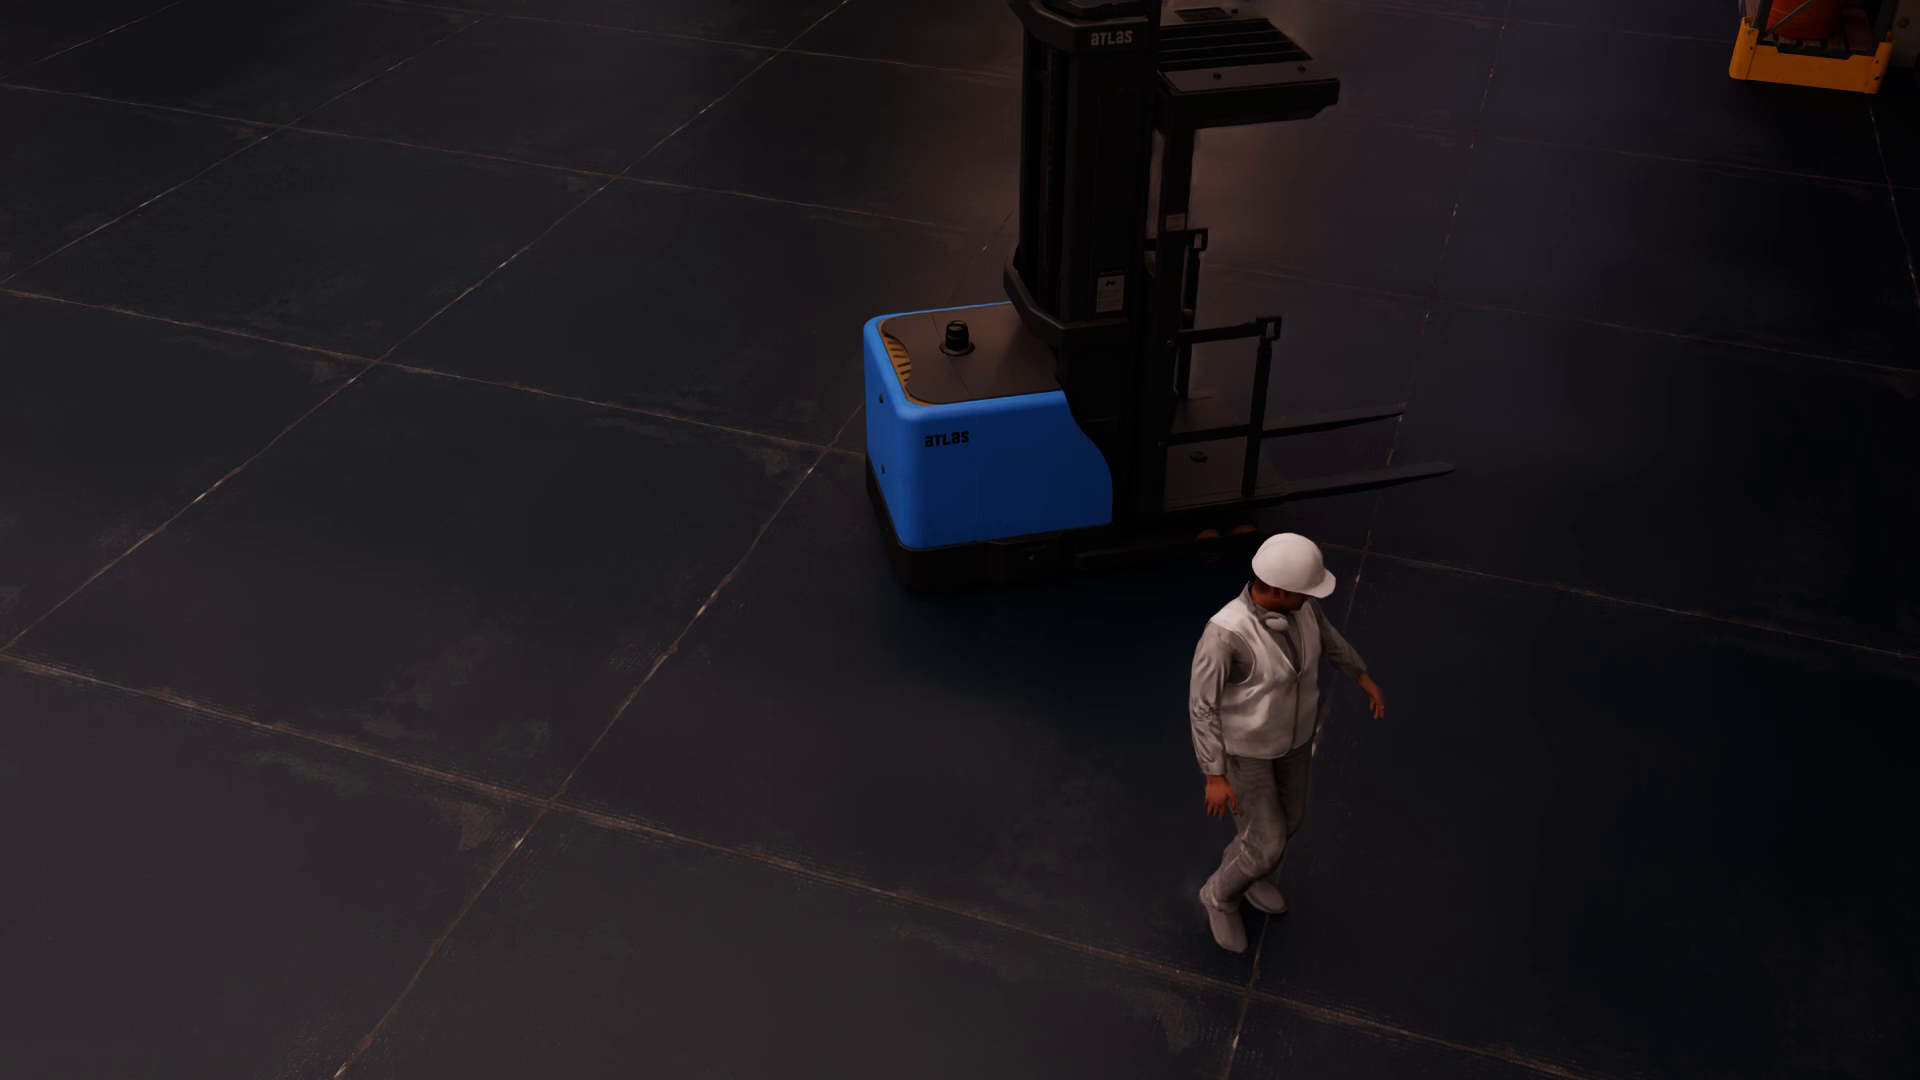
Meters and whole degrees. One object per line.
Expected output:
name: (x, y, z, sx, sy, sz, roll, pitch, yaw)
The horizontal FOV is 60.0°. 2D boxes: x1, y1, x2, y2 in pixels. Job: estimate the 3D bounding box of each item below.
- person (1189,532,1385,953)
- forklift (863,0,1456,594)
person: (1.167, 0.735, 6.129, 0.843, 1.780, 0.497, -23, 41, -29)
forklift: (1.072, -1.373, 8.048, 3.031, 2.935, 1.130, -8, 36, -11)
